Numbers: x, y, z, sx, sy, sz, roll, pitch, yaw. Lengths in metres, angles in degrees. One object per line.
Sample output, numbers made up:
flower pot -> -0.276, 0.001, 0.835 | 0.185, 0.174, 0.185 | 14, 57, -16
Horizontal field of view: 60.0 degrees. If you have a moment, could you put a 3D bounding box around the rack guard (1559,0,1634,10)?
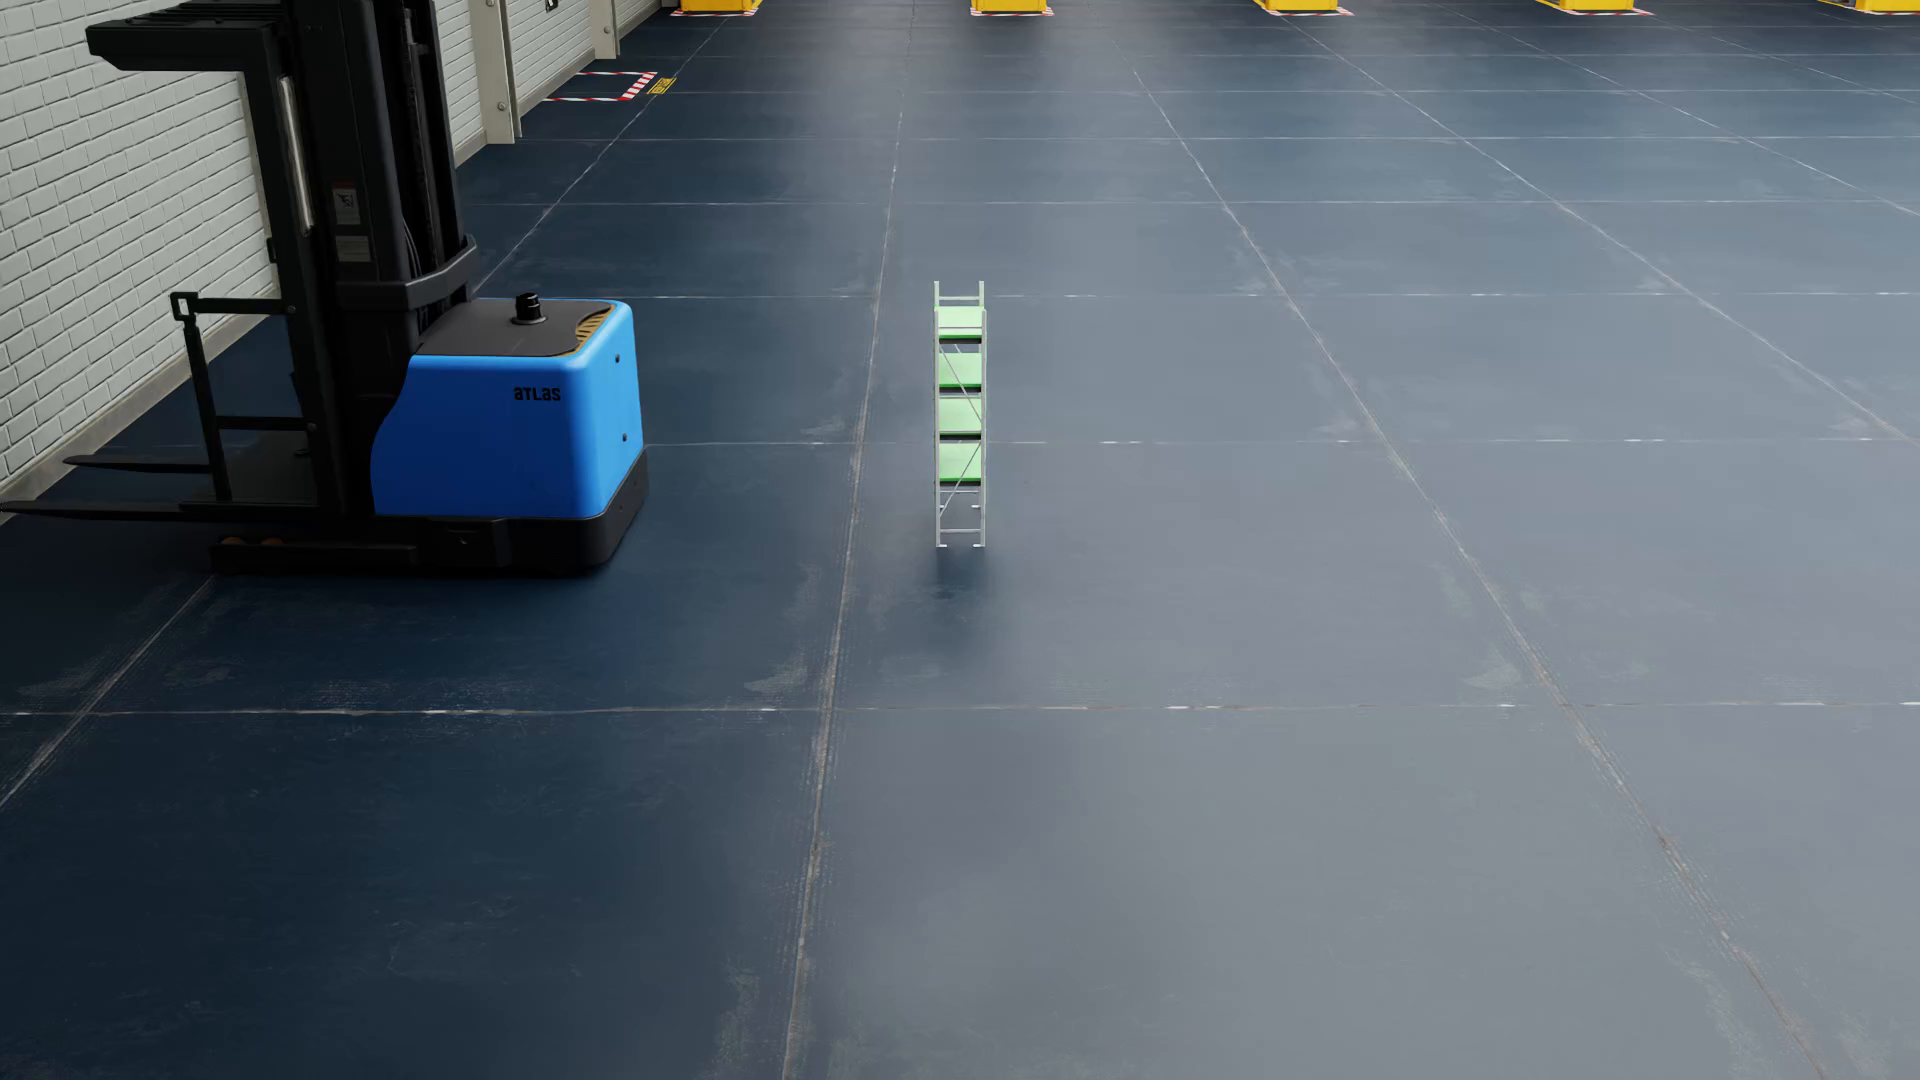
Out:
rack guard -> 10.757, -9.227, 28.044 | 1.175, 0.500, 0.348 | 0, 24, -1

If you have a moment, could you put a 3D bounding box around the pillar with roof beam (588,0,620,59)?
pillar with roof beam -> -0.603, -10.833, 21.282 | 9.100, 9.000, 0.400 | 0, 24, -1

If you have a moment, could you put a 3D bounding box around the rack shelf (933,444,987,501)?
rack shelf -> -0.002, -0.338, 8.279 | 0.258, 0.148, 0.480 | 0, 24, -1

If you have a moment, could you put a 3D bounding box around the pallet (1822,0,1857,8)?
pallet -> 15.632, -9.374, 28.720 | 1.003, 0.211, 1.213 | 0, 24, -1

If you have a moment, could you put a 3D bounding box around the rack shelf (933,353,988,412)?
rack shelf -> -0.002, -0.775, 8.081 | 0.258, 0.148, 0.480 | 0, 24, -1

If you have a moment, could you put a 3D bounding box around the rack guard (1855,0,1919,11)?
rack guard -> 15.719, -9.166, 27.911 | 1.175, 0.500, 0.348 | 0, 24, -1

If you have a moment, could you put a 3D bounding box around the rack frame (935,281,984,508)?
rack frame -> -0.004, -0.715, 8.376 | 0.240, 1.200, 0.015 | 0, 24, -1

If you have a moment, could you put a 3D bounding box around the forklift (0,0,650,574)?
forklift -> -3.153, -1.391, 7.770 | 3.031, 2.935, 1.130 | 1, 24, 3

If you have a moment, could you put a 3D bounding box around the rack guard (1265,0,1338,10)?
rack guard -> 5.758, -9.204, 27.995 | 1.175, 0.500, 0.348 | 0, 24, -1

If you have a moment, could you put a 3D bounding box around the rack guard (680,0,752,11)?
rack guard -> -4.102, -9.160, 27.897 | 1.175, 0.500, 0.348 | 0, 24, -1

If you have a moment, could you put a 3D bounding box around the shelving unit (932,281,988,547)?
shelving unit -> -0.002, -0.615, 8.154 | 0.258, 1.200, 0.503 | 0, 24, -1

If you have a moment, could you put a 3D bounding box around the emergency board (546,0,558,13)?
emergency board -> -4.919, -7.061, 20.223 | 0.194, 1.169, 0.643 | 0, 24, -1

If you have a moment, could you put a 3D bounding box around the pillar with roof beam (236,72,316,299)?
pillar with roof beam -> -0.472, -5.888, 10.349 | 9.100, 9.000, 0.400 | 0, 24, -1

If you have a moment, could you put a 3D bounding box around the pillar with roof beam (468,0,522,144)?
pillar with roof beam -> -0.538, -8.360, 15.815 | 9.100, 9.000, 0.400 | 0, 24, -1

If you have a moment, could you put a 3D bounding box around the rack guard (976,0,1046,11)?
rack guard -> 0.853, -9.143, 27.858 | 1.175, 0.500, 0.348 | 0, 24, -1

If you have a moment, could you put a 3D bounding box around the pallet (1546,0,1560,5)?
pallet -> 10.784, -9.430, 28.845 | 1.003, 0.211, 1.213 | 0, 24, -1

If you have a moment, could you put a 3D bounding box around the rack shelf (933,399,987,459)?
rack shelf -> -0.002, -0.557, 8.180 | 0.258, 0.148, 0.480 | 0, 24, -1

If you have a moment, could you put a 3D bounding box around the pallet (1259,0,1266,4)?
pallet -> 5.754, -9.408, 28.795 | 1.003, 0.211, 1.213 | 0, 24, -1

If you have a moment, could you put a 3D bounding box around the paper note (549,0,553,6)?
paper note -> -4.986, -6.587, 20.243 | 0.016, 0.148, 0.142 | 0, 24, -1

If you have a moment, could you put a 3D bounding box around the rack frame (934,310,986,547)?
rack frame -> 0.001, -0.514, 7.931 | 0.240, 1.200, 0.015 | 0, 24, -1

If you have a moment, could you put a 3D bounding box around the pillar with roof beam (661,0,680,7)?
pillar with roof beam -> -0.669, -13.305, 26.748 | 9.100, 9.000, 0.400 | 0, 24, -1

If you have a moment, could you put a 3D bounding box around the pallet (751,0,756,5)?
pallet -> -4.075, -9.363, 28.697 | 1.003, 0.211, 1.213 | 0, 24, -1

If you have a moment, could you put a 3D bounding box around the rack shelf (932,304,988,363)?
rack shelf -> -0.002, -0.994, 7.982 | 0.258, 0.148, 0.480 | 0, 24, -1
